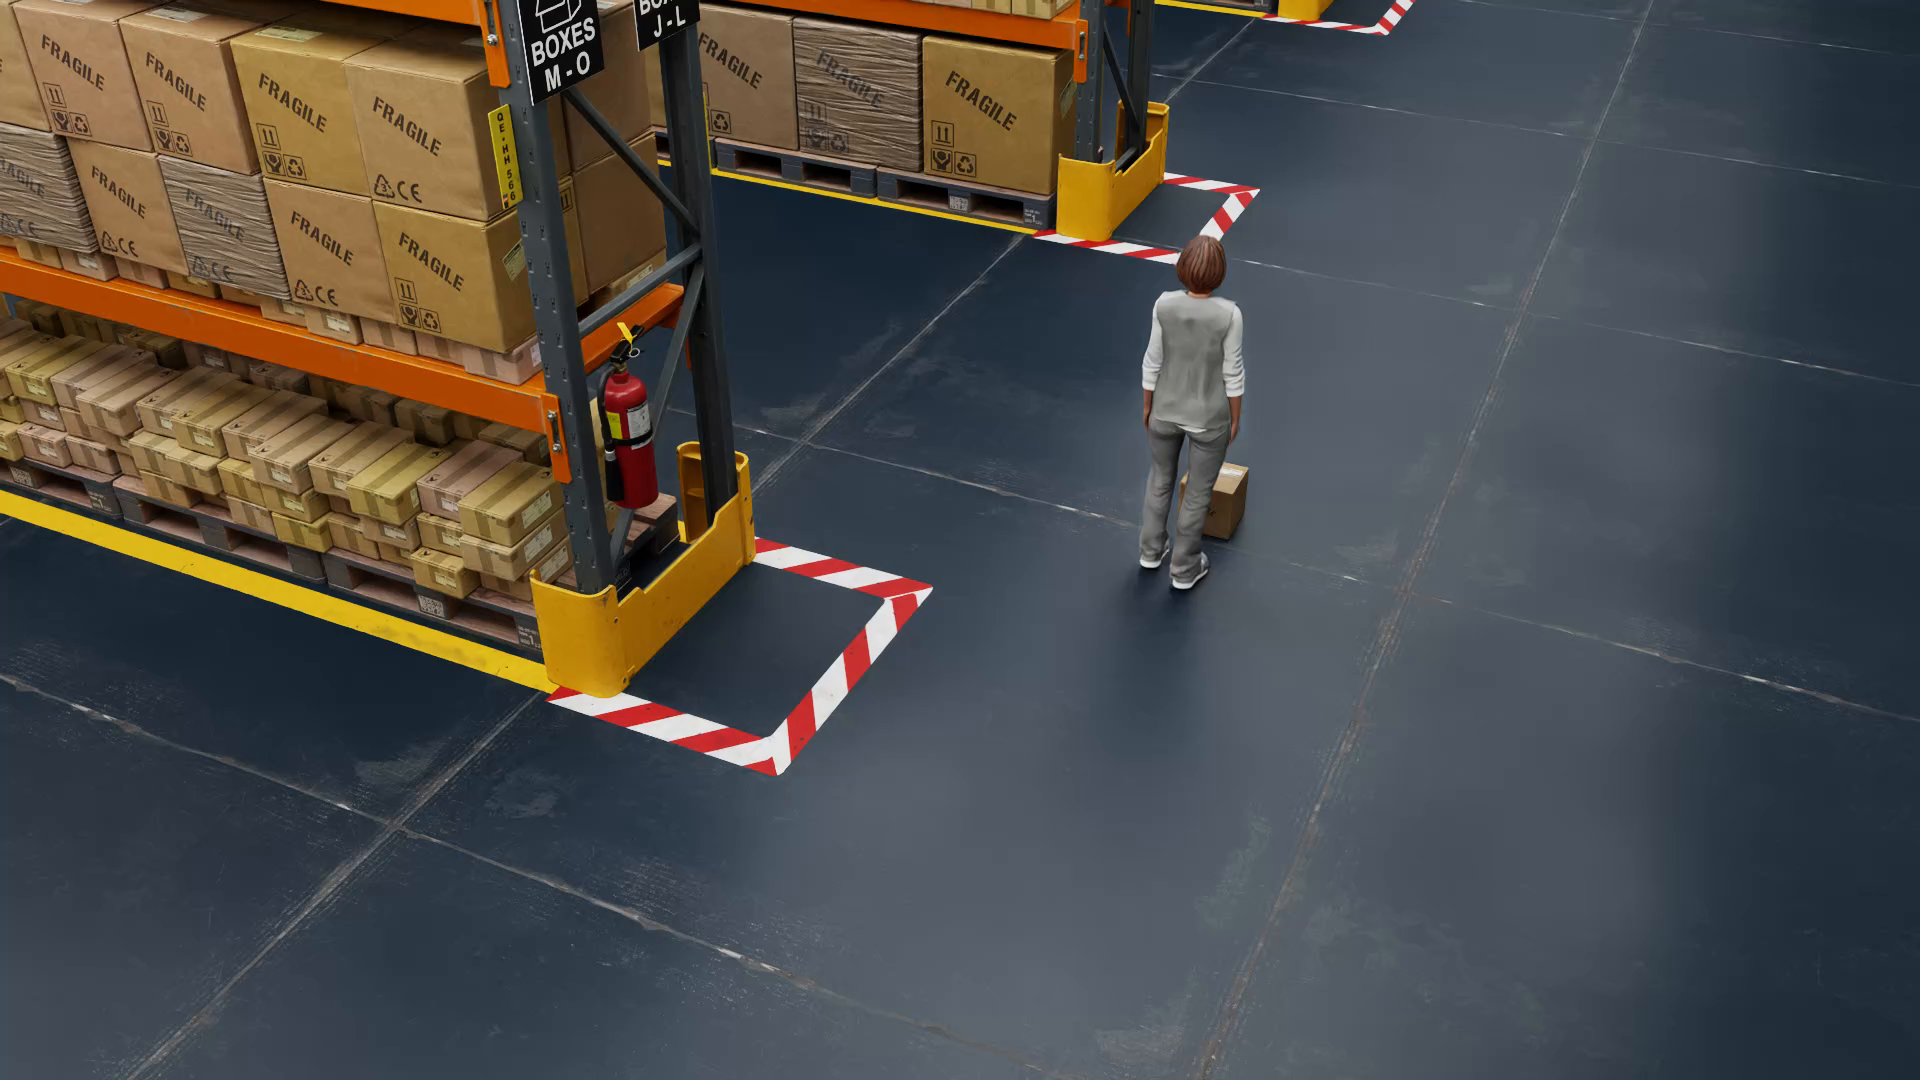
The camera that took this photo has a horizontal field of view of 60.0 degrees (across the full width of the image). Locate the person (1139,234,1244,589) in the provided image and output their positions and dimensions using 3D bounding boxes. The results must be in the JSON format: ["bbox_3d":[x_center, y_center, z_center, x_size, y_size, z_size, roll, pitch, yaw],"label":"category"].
[{"bbox_3d":[0.970,-0.525,6.931,0.424,1.614,0.385,15,37,20],"label":"person"}]
